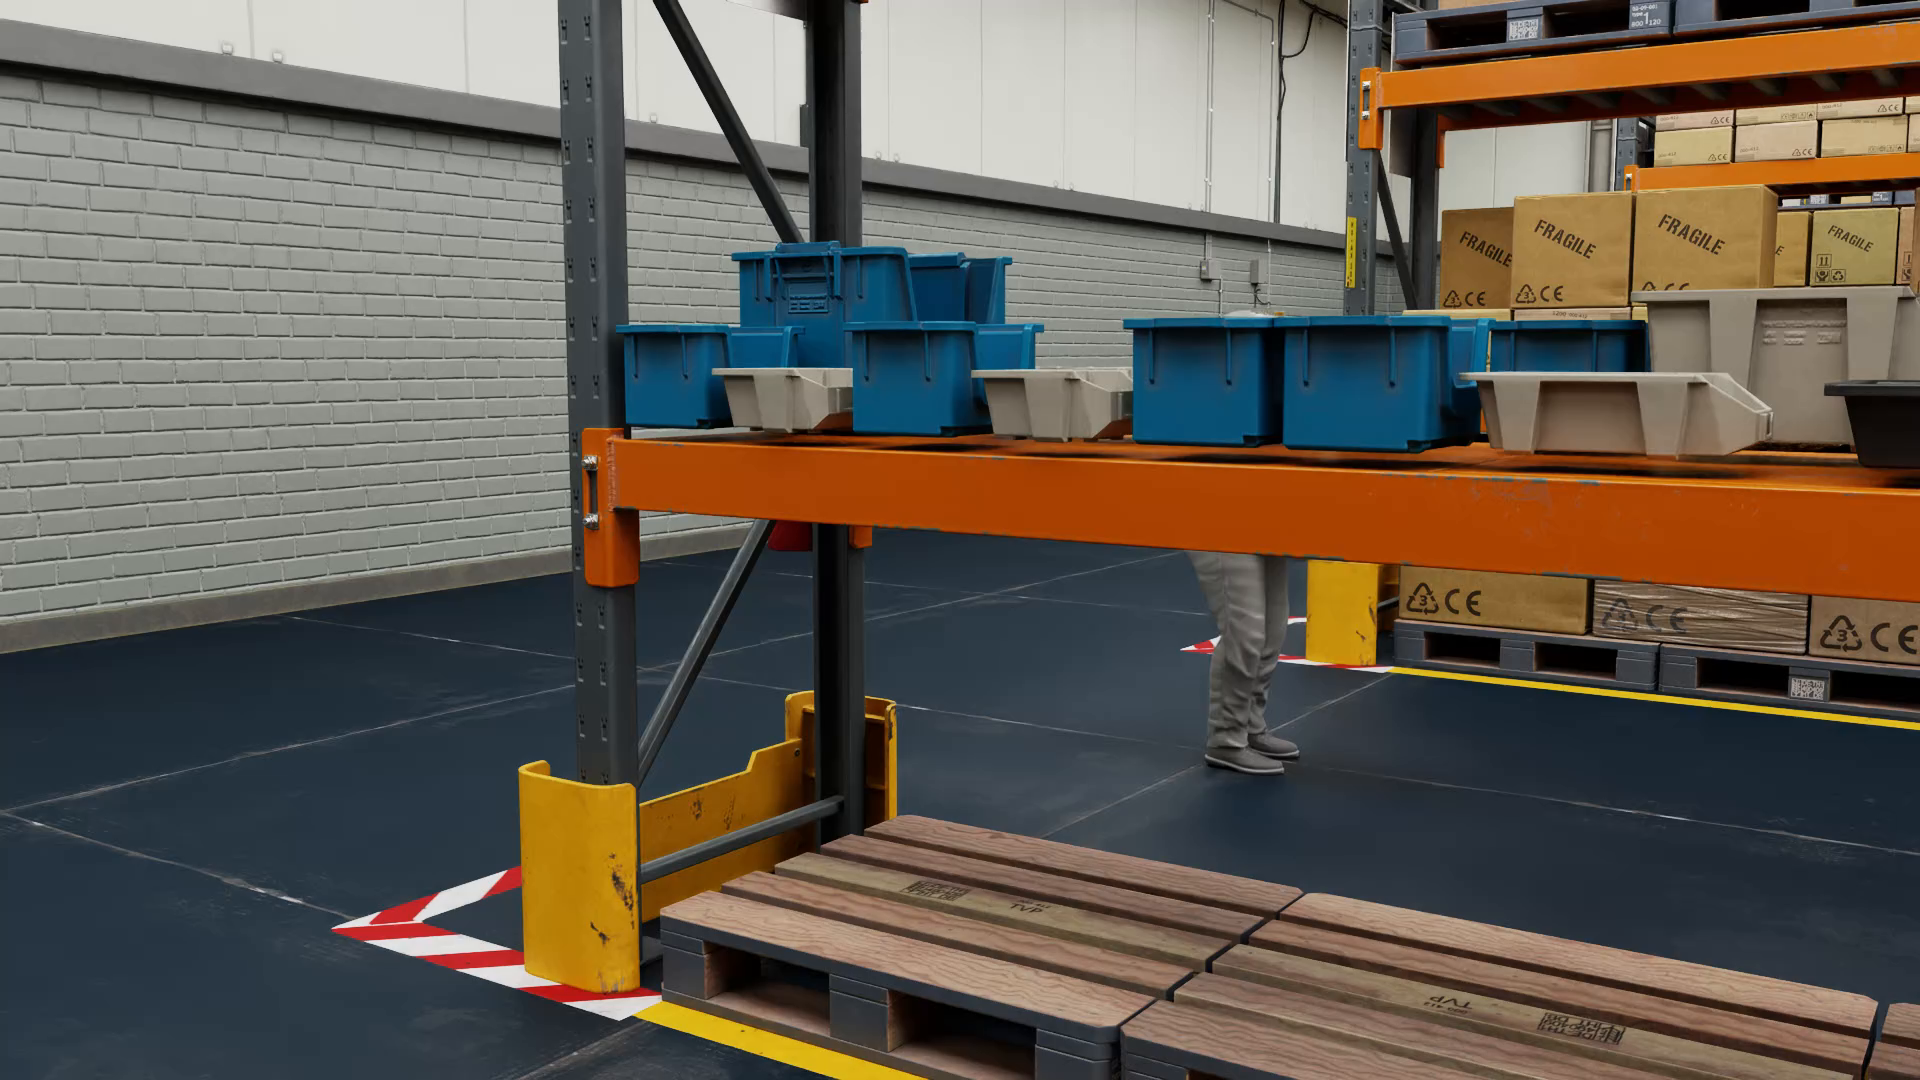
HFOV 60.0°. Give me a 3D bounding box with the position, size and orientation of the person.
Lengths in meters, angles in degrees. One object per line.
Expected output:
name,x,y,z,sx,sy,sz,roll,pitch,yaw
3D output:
person,1.093,-0.002,6.063,0.539,1.662,0.452,4,8,33
